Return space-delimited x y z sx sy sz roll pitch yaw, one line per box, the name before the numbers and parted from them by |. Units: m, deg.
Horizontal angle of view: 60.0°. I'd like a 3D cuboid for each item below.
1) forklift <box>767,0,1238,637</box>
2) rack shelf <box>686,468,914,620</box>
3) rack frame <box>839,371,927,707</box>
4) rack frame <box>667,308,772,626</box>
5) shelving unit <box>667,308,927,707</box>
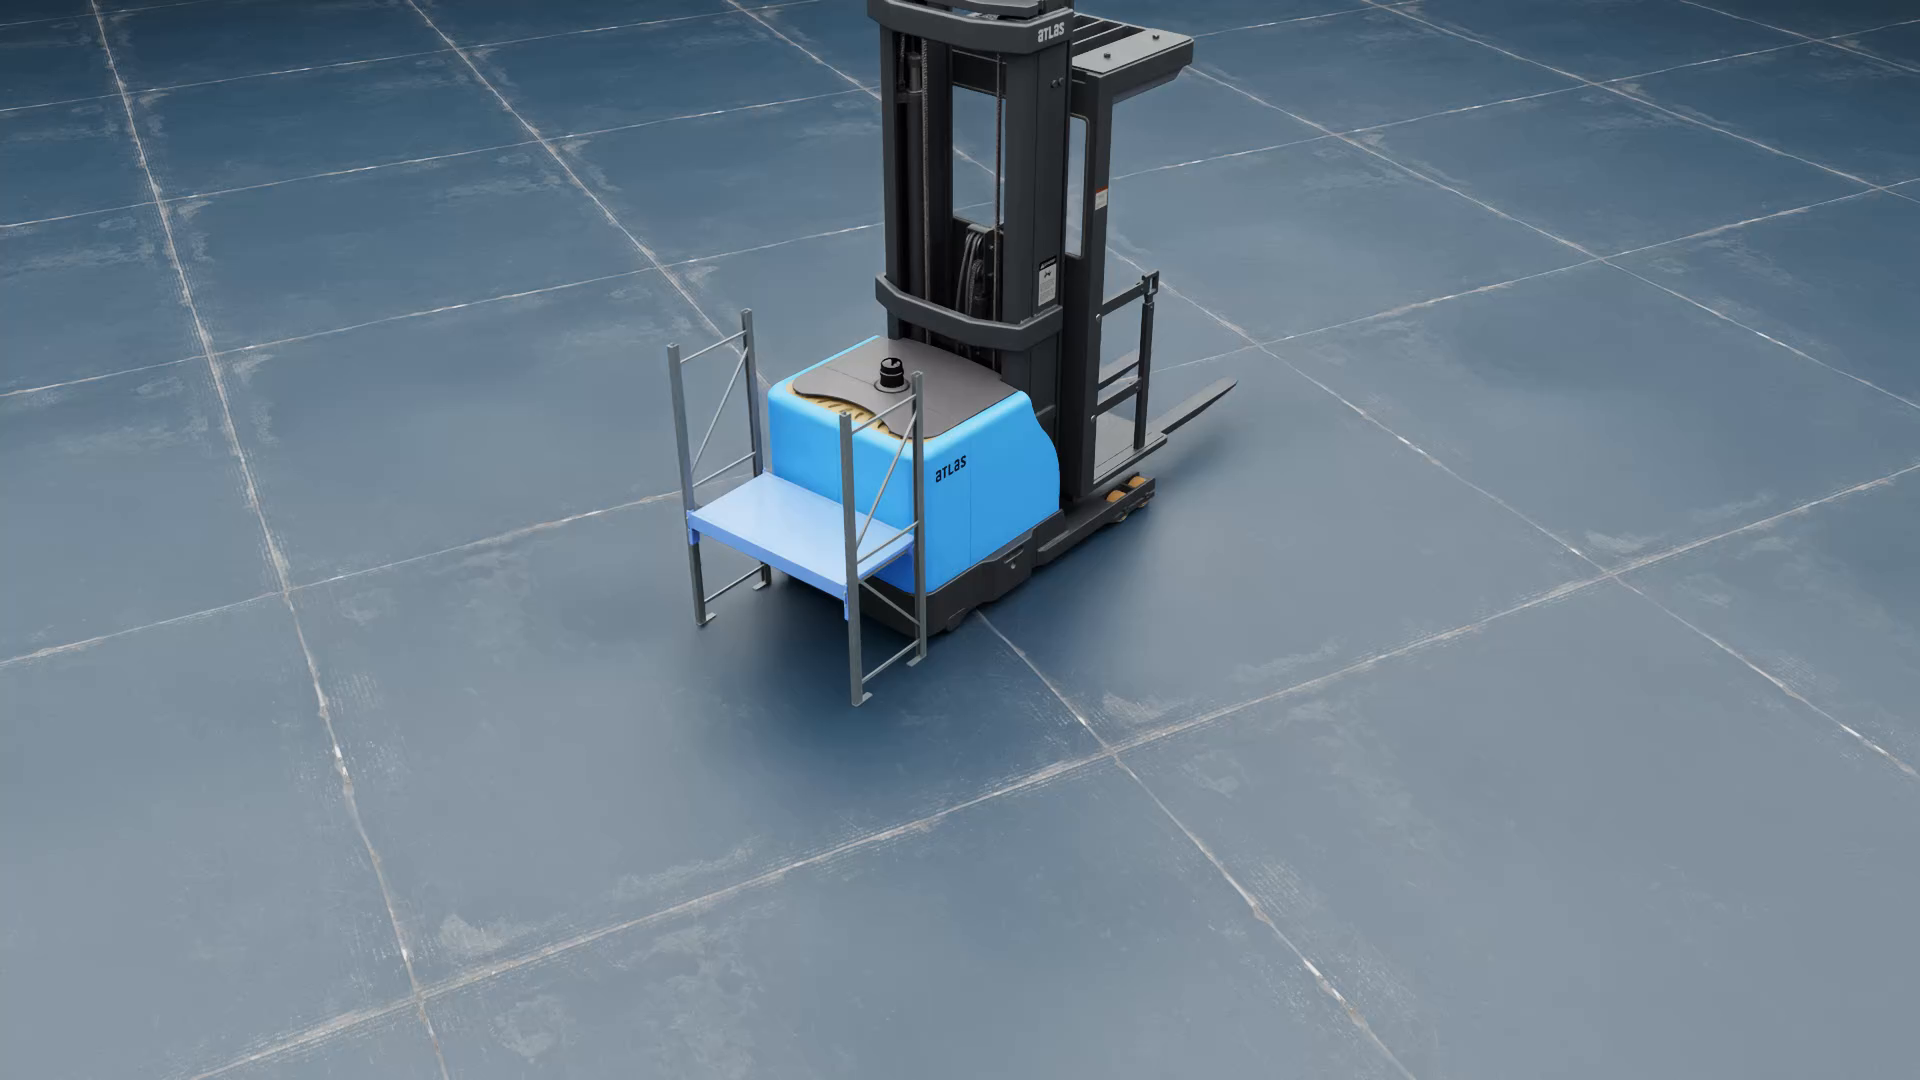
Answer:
forklift | 0.406 -1.490 8.359 1.130 2.935 3.031 25 40 33
rack shelf | -0.723 0.000 7.693 1.000 0.185 0.538 23 39 32
rack frame | -0.326 0.020 7.329 0.032 1.500 0.500 23 39 32
rack frame | -1.121 -0.322 7.862 0.032 1.500 0.500 23 39 32
shelving unit | -0.723 -0.151 7.595 1.048 1.500 0.538 23 39 32
